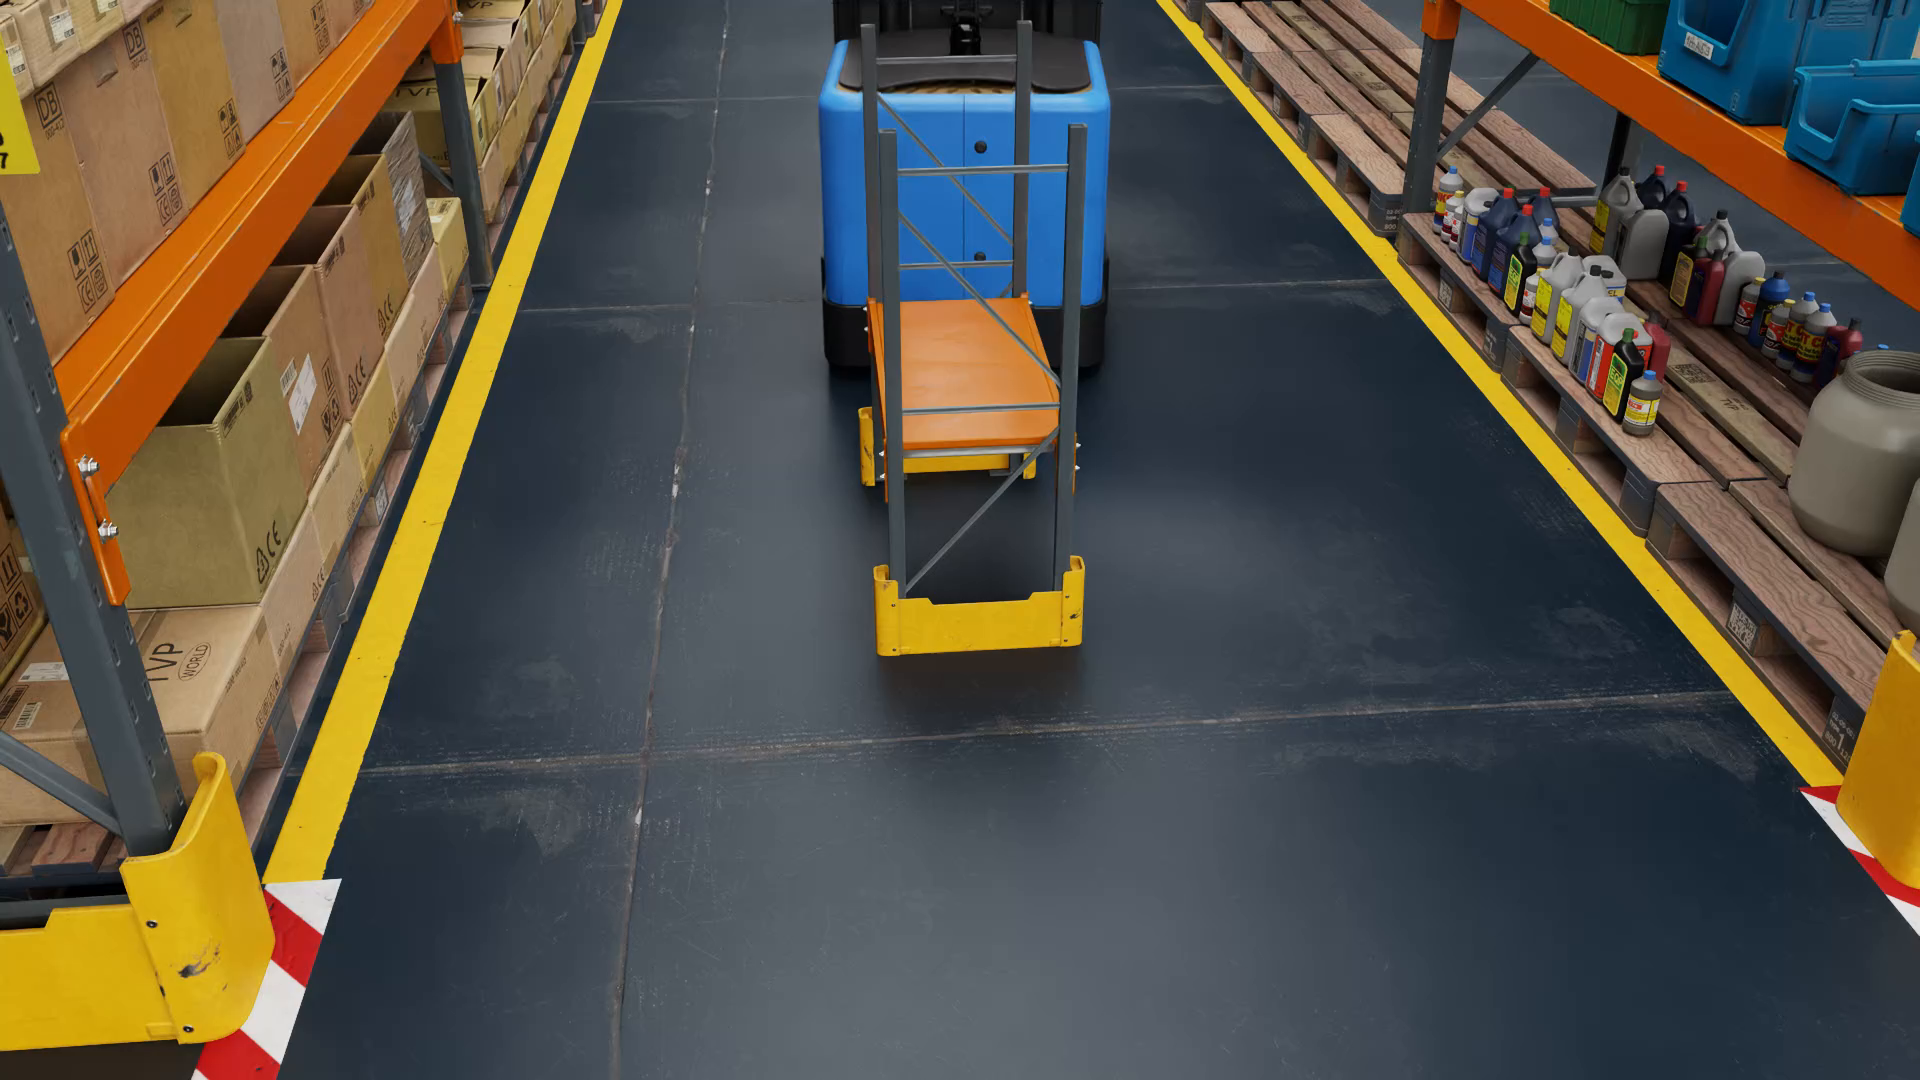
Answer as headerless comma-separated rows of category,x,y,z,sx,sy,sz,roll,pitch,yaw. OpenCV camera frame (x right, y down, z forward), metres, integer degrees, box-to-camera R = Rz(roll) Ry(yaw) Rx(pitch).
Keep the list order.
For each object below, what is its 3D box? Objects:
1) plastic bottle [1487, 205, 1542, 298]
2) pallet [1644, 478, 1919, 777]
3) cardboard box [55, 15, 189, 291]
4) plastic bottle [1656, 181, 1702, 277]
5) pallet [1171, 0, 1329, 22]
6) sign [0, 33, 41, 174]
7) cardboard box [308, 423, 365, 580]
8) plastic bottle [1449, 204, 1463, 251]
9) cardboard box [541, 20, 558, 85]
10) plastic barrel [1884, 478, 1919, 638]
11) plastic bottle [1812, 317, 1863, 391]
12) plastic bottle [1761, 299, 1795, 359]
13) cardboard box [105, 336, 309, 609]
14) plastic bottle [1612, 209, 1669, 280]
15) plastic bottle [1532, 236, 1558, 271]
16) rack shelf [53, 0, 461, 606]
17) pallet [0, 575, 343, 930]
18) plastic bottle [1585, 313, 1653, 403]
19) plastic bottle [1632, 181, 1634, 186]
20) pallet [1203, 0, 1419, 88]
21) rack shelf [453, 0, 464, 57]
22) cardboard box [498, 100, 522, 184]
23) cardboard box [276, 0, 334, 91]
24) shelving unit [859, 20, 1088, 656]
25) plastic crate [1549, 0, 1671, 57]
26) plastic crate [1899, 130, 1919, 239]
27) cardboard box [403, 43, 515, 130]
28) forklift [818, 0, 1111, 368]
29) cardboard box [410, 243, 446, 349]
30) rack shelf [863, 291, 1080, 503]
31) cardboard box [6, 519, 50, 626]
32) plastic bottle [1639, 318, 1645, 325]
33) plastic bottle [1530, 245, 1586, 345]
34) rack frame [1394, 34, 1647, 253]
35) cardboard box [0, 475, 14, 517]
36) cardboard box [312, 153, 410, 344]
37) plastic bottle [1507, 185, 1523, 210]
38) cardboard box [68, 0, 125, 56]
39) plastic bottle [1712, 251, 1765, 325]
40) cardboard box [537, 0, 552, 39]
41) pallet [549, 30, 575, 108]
plastic bottle,2.126,-1.112,6.340,0.144,0.351,0.185,-4,31,-7
pallet,2.695,0.199,4.710,1.003,0.211,1.213,-3,31,-5
cardboard box,-2.197,-0.861,3.668,0.700,0.500,0.500,-2,31,-3
plastic bottle,2.811,-1.227,6.534,0.144,0.351,0.185,-4,31,-7
pallet,1.957,-3.834,11.463,1.003,0.211,1.213,-3,31,-5
sign,-1.559,-0.740,2.642,0.100,0.325,0.005,-3,31,-5
cardboard box,-2.037,-0.106,4.773,0.500,0.250,0.500,-3,31,-5
plastic bottle,2.058,-1.288,6.782,0.097,0.201,0.097,0,31,0
cardboard box,-2.472,-2.618,8.980,0.500,0.250,0.500,-2,31,-3
plastic barrel,2.682,0.009,4.326,0.421,0.512,0.421,0,31,0
plastic bottle,2.958,-0.626,5.593,0.061,0.283,0.133,-2,31,-4
plastic bottle,2.910,-0.751,5.882,0.097,0.201,0.097,0,31,0
cardboard box,-1.989,-0.172,4.154,0.500,0.500,0.500,-3,31,-5
plastic bottle,2.666,-1.175,6.519,0.152,0.276,0.135,-3,31,-5
plastic bottle,2.177,-1.004,6.238,0.097,0.271,0.097,0,31,0
rack shelf,-2.299,-1.023,4.739,1.077,0.370,4.000,-3,31,-5
pallet,-2.225,0.498,4.211,1.003,0.211,1.213,-3,31,-5
plastic bottle,2.216,-0.612,5.577,0.152,0.276,0.135,-3,31,-4
plastic bottle,2.790,-1.406,6.978,0.097,0.201,0.097,0,31,0
pallet,2.106,-3.036,10.127,1.003,0.211,1.213,-3,31,-5
rack shelf,-2.673,-3.065,8.158,1.077,0.370,4.000,-3,31,-5
cardboard box,-2.323,-1.832,7.663,0.500,0.250,0.500,-2,31,-3
cardboard box,-2.339,-1.644,4.980,0.700,0.500,0.500,-2,31,-4
shelving unit,0.007,-0.605,4.800,0.587,1.500,1.083,-3,31,-5
plastic crate,2.292,-1.791,5.530,0.450,0.188,0.662,-3,31,-5
plastic crate,2.475,-0.724,3.681,0.499,0.251,0.616,-3,31,-5
cardboard box,-2.318,-2.072,7.519,0.500,0.311,0.500,-3,31,-5
forklift,0.032,-2.616,6.771,1.130,2.935,3.031,0,31,1
cardboard box,-2.188,-0.871,6.055,0.500,0.250,0.500,-3,31,-5
rack shelf,0.008,-0.446,4.885,0.538,0.185,1.000,-3,31,-5
cardboard box,-2.515,0.175,4.304,0.500,0.250,0.500,-3,31,-5
plastic bottle,2.325,-0.667,5.741,0.097,0.201,0.097,0,31,0
plastic bottle,2.166,-0.895,5.977,0.144,0.351,0.185,-3,31,-5
rack frame,2.446,-2.588,6.658,1.000,3.000,0.127,-3,31,-5
cardboard box,-2.567,-0.402,4.538,0.500,0.500,0.500,-3,31,-5
cardboard box,-2.139,-0.938,5.435,0.500,0.500,0.500,-3,31,-5
plastic bottle,2.203,-1.269,6.670,0.061,0.283,0.133,-3,31,-5
cardboard box,-1.984,-1.105,3.445,0.380,0.149,0.250,-3,31,-4
plastic bottle,2.853,-0.947,6.137,0.152,0.276,0.135,-2,31,-4
cardboard box,-2.466,-2.857,8.834,0.500,0.311,0.500,-3,31,-5
pallet,-2.822,-2.776,9.692,1.003,0.211,1.213,-3,31,-5
